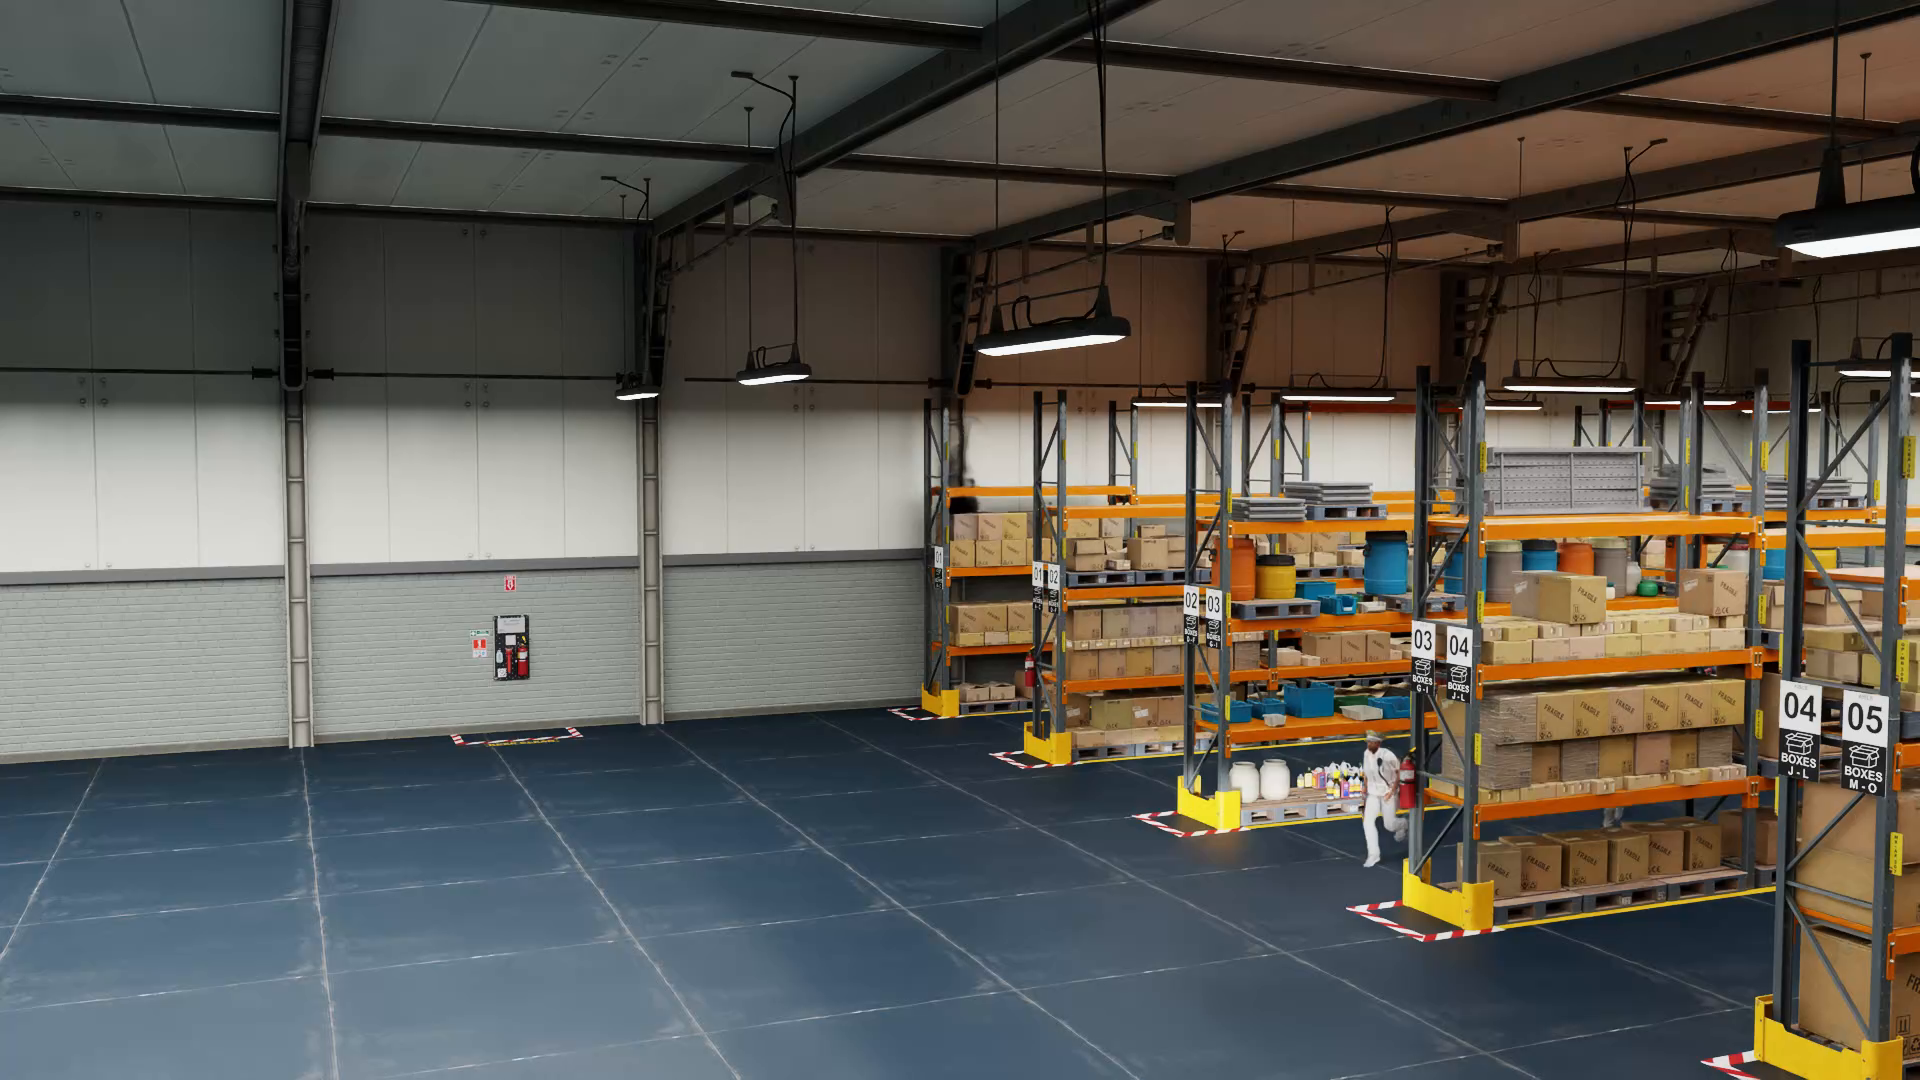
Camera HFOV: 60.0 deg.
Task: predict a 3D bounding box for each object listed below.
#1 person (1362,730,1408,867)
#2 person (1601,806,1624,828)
[{"bbox_3d":[5.221,3.157,20.533,0.575,1.679,0.889,3,5,44],"label":"person"},{"bbox_3d":[8.683,3.037,22.057,0.724,1.648,0.625,-2,4,-36],"label":"person"}]
